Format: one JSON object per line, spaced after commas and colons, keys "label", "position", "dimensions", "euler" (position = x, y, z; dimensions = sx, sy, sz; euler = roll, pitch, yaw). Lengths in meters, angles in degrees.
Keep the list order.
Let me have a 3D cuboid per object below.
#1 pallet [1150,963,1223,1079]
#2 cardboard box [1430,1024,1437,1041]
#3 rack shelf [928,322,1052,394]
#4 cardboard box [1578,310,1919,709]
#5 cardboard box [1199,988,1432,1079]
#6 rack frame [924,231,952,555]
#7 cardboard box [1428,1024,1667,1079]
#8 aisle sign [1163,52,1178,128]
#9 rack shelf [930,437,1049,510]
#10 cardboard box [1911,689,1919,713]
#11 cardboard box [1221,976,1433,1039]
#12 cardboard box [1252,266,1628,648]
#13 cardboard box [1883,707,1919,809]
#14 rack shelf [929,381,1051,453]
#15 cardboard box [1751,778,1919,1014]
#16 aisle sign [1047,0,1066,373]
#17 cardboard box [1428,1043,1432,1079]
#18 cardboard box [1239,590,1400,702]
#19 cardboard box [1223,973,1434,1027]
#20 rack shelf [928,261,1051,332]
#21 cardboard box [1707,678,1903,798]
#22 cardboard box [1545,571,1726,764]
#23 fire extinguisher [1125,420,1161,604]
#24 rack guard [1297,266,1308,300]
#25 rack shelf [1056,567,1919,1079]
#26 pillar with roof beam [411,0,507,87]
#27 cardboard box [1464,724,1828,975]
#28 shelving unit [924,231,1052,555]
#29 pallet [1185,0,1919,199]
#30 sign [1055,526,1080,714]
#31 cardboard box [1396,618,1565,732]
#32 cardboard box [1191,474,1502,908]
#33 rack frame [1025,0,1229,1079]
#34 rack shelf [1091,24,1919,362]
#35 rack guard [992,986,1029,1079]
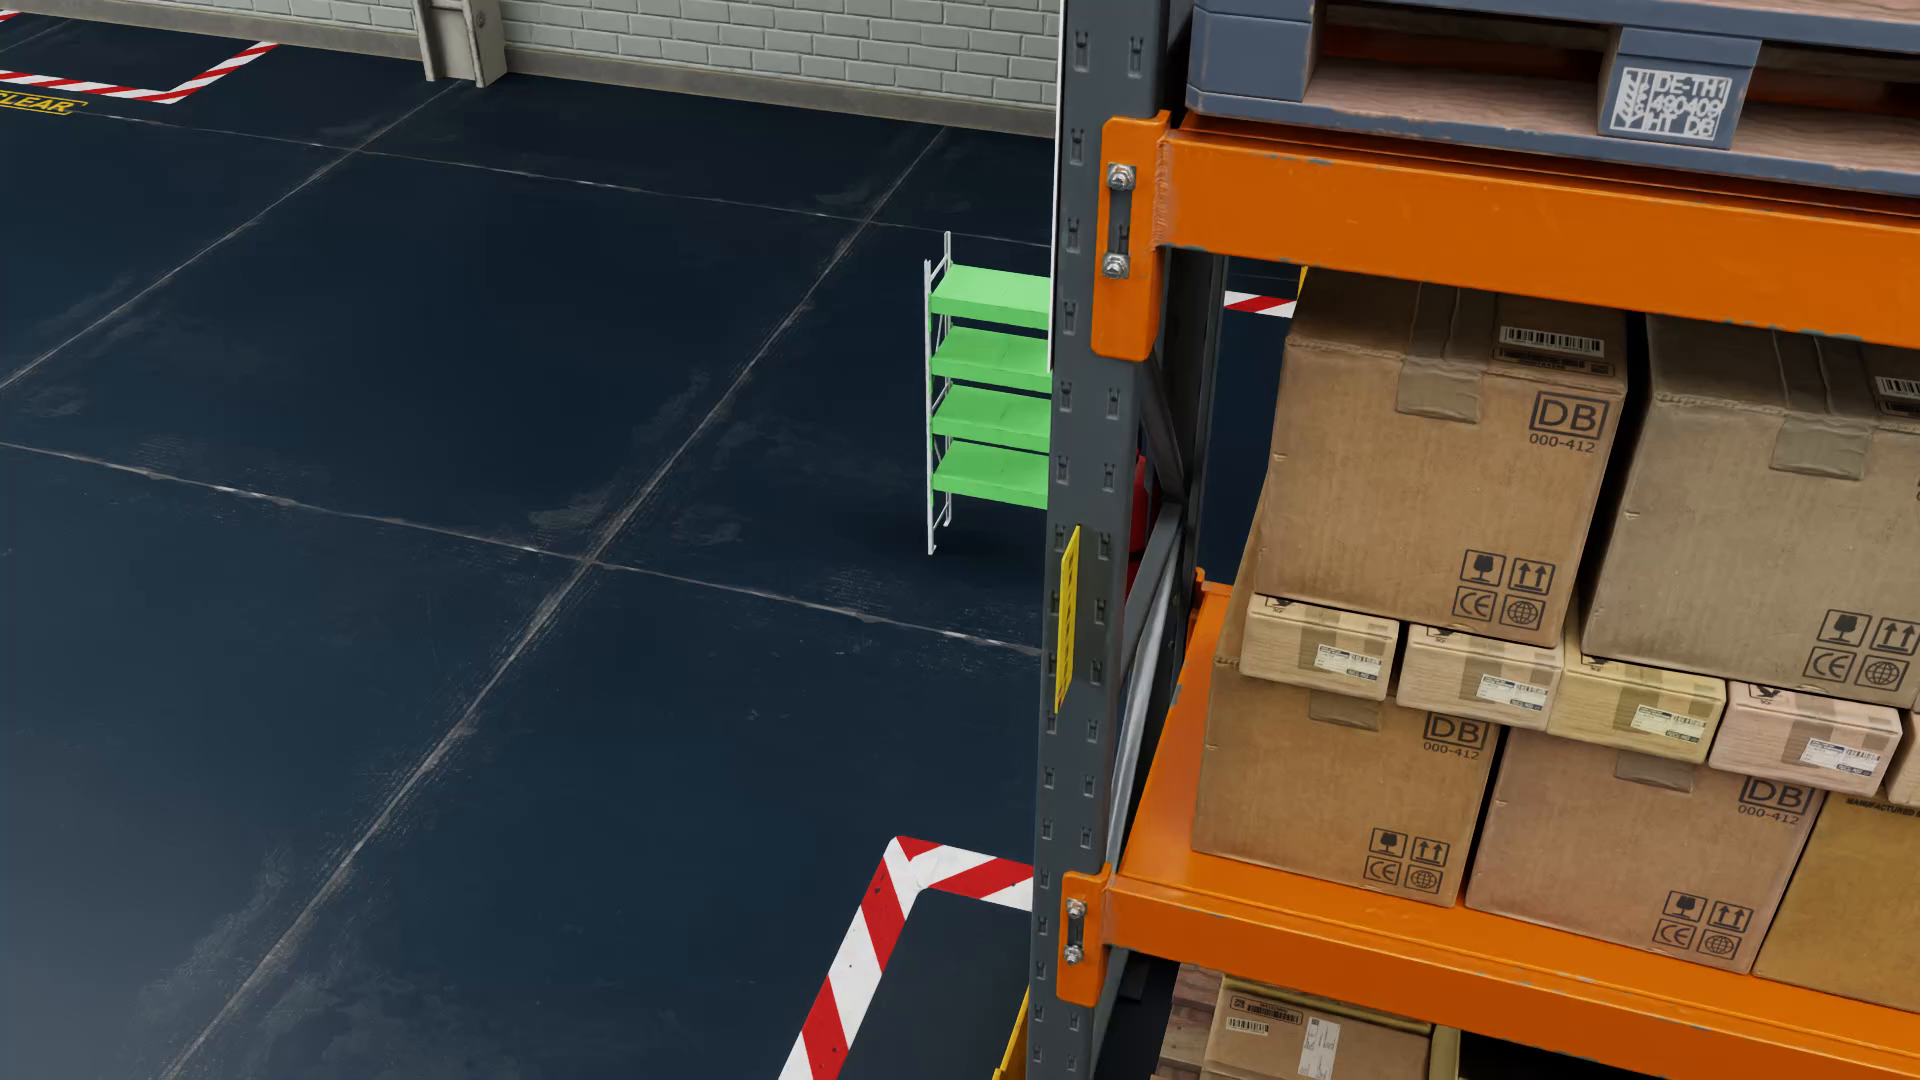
{"label": "pallet", "position": [1.090, 1.437, 4.120], "dimensions": [1.213, 0.211, 1.003], "euler": [10, 38, 14]}
{"label": "cardboard box", "position": [1.428, 1.150, 4.123], "dimensions": [0.500, 0.250, 0.500], "euler": [10, 38, 14]}
{"label": "rack shelf", "position": [0.158, -0.596, 5.750], "dimensions": [0.480, 0.148, 0.258], "euler": [10, 38, 14]}
{"label": "cardboard box", "position": [1.344, -0.172, 2.774], "dimensions": [0.500, 0.500, 0.700], "euler": [10, 37, 13]}
{"label": "cardboard box", "position": [0.793, 1.361, 3.836], "dimensions": [0.500, 0.250, 0.500], "euler": [10, 38, 14]}
{"label": "rack frame", "position": [-0.075, -0.497, 5.913], "dimensions": [0.015, 1.200, 0.240], "euler": [10, 38, 14]}
{"label": "cardboard box", "position": [1.271, 1.146, 3.495], "dimensions": [0.500, 0.500, 0.500], "euler": [10, 38, 14]}
{"label": "aisle sign", "position": [0.372, -1.023, 2.916], "dimensions": [0.004, 0.787, 0.394], "euler": [10, 38, 14]}
{"label": "rack shelf", "position": [0.158, -0.209, 6.035], "dimensions": [0.480, 0.148, 0.258], "euler": [10, 38, 14]}
{"label": "cardboard box", "position": [1.825, -0.083, 2.653], "dimensions": [0.500, 0.500, 0.700], "euler": [11, 38, 14]}
{"label": "cardboard box", "position": [0.948, 1.068, 4.234], "dimensions": [0.500, 0.250, 0.500], "euler": [10, 38, 14]}
{"label": "cardboard box", "position": [0.840, -0.261, 2.896], "dimensions": [0.500, 0.500, 0.700], "euler": [11, 38, 14]}
{"label": "cardboard box", "position": [1.644, 0.273, 2.716], "dimensions": [0.250, 0.149, 0.380], "euler": [9, 37, 12]}
{"label": "rack shelf", "position": [0.158, -0.403, 5.892], "dimensions": [0.480, 0.148, 0.258], "euler": [10, 38, 14]}
{"label": "cardboard box", "position": [1.764, 0.433, 3.047], "dimensions": [0.500, 0.500, 0.700], "euler": [11, 38, 14]}
{"label": "aisle sign", "position": [0.194, -0.683, 2.454], "dimensions": [0.004, 0.787, 0.394], "euler": [10, 38, 14]}
{"label": "cardboard box", "position": [1.272, 1.447, 3.718], "dimensions": [0.500, 0.250, 0.500], "euler": [10, 38, 14]}
{"label": "cardboard box", "position": [0.658, 0.092, 2.963], "dimensions": [0.250, 0.149, 0.380], "euler": [10, 38, 14]}
{"label": "cardboard box", "position": [0.948, 0.765, 4.013], "dimensions": [0.500, 0.500, 0.500], "euler": [10, 38, 14]}
{"label": "rack shelf", "position": [0.158, -0.789, 5.608], "dimensions": [0.480, 0.148, 0.258], "euler": [10, 38, 14]}
{"label": "cardboard box", "position": [1.389, 0.228, 2.778], "dimensions": [0.250, 0.149, 0.380], "euler": [10, 38, 13]}
{"label": "cardboard box", "position": [1.148, 0.182, 2.841], "dimensions": [0.250, 0.149, 0.380], "euler": [11, 38, 14]}
{"label": "fire extinguisher", "position": [0.373, -0.050, 3.853], "dimensions": [0.183, 0.674, 0.296], "euler": [10, 38, 14]}
{"label": "rack guard", "position": [1.894, -1.581, 7.976], "dimensions": [0.348, 0.500, 1.175], "euler": [10, 38, 14]}
{"label": "rack shelf", "position": [2.257, 0.845, 3.178], "dimensions": [4.000, 0.370, 1.077], "euler": [10, 38, 14]}
{"label": "pillar with roof beam", "position": [-4.263, -4.008, 4.104], "dimensions": [0.400, 9.000, 9.100], "euler": [10, 38, 14]}
{"label": "cardboard box", "position": [1.292, 0.342, 3.171], "dimensions": [0.500, 0.500, 0.700], "euler": [11, 38, 15]}
{"label": "shelving unit", "position": [0.158, -0.454, 5.855], "dimensions": [0.503, 1.200, 0.258], "euler": [10, 38, 14]}
{"label": "pallet", "position": [1.015, -0.831, 2.392], "dimensions": [1.213, 0.211, 1.003], "euler": [10, 38, 14]}
{"label": "sign", "position": [0.176, 0.135, 2.739], "dimensions": [0.005, 0.325, 0.100], "euler": [10, 38, 14]}
{"label": "cardboard box", "position": [0.911, 0.137, 2.902], "dimensions": [0.250, 0.149, 0.380], "euler": [10, 37, 13]}
{"label": "cardboard box", "position": [0.789, 0.252, 3.293], "dimensions": [0.500, 0.500, 0.700], "euler": [11, 38, 14]}
{"label": "rack frame", "position": [0.348, 0.202, 3.445], "dimensions": [0.127, 3.000, 1.000], "euler": [10, 38, 14]}
{"label": "rack shelf", "position": [2.257, -0.363, 2.289], "dimensions": [4.000, 0.370, 1.077], "euler": [10, 38, 14]}
{"label": "rack guard", "position": [0.325, 1.205, 4.191], "dimensions": [0.348, 0.500, 1.175], "euler": [10, 38, 14]}
